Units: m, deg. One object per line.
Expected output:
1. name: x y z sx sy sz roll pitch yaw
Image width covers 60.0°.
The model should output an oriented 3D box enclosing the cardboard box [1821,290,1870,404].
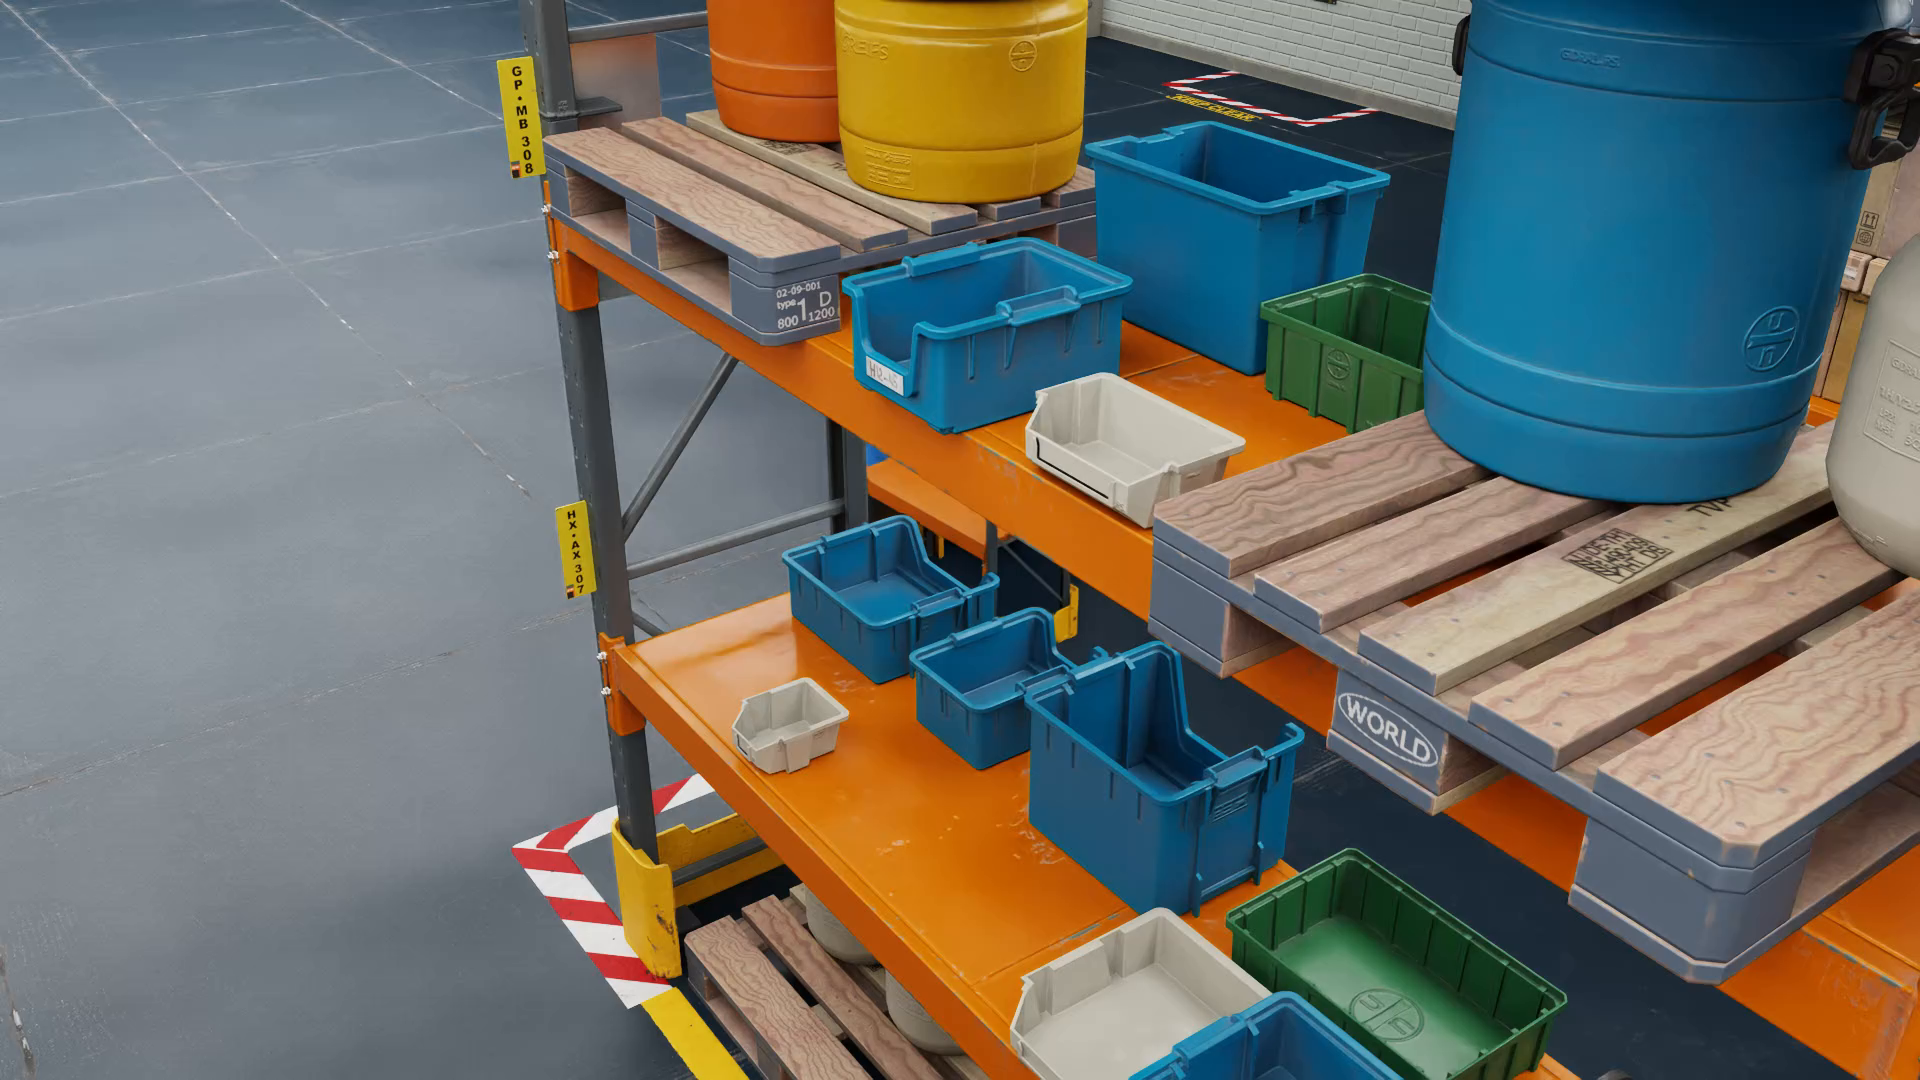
1. cardboard box: 4.127 -0.827 7.026 0.700 0.500 0.500 -19 34 -30

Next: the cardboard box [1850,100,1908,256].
1. cardboard box: 3.876 -1.571 7.036 0.700 0.500 0.500 -20 34 -32

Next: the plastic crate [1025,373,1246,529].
1. plastic crate: 0.298 -0.155 3.026 0.243 0.136 0.396 -19 34 -31

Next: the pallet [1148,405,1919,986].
1. pallet: 1.060 0.070 2.532 1.213 0.211 1.003 -19 34 -31

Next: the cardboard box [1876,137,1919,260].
1. cardboard box: 4.169 -1.376 6.676 0.700 0.500 0.500 -19 34 -30

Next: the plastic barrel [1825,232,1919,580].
1. plastic barrel: 1.468 -0.215 2.302 0.421 0.512 0.421 0 29 0

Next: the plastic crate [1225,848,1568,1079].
1. plastic crate: 1.001 1.046 3.903 0.450 0.188 0.662 -19 34 -31

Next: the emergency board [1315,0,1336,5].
1. emergency board: 3.546 -6.018 16.689 0.157 1.169 0.626 -19 34 -31

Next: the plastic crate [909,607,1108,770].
1. plastic crate: 0.144 0.435 4.962 0.499 0.251 0.408 -19 34 -31

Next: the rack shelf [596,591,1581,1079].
1. rack shelf: 0.398 1.098 4.340 1.077 0.370 4.000 -19 34 -31

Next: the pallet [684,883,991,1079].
1. pallet: -0.213 1.563 5.651 1.003 0.211 1.213 -19 34 -31

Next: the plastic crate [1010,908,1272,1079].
1. plastic crate: 0.410 1.114 3.833 0.530 0.136 0.437 -19 34 -31

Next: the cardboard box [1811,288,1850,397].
1. cardboard box: 3.844 -1.022 7.384 0.700 0.500 0.500 -18 33 -29

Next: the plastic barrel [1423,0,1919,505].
1. plastic barrel: 1.068 -0.581 2.568 0.600 0.901 0.708 -19 34 -31

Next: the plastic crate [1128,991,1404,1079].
1. plastic crate: 0.695 1.269 3.426 0.499 0.251 0.616 -19 34 -31

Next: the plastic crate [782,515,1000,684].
1. plastic crate: -0.228 0.181 5.430 0.499 0.251 0.616 -19 34 -31

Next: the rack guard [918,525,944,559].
1. rack guard: -0.327 0.052 8.393 0.587 0.250 0.087 -22 35 -34

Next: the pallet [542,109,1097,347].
1. pallet: -0.362 -0.883 4.287 1.003 0.211 1.213 -19 34 -31

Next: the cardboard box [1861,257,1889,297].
1. cardboard box: 3.927 -1.082 6.815 0.380 0.149 0.250 -20 34 -32

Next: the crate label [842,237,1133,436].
1. crate label: 0.055 -0.430 3.411 0.502 0.251 0.408 -19 34 -31

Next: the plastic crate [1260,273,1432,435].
1. plastic crate: 0.865 -0.355 3.339 0.336 0.188 0.450 -19 34 -31

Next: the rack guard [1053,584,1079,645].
1. rack guard: 0.315 0.415 7.723 0.587 0.250 0.087 -22 35 -34

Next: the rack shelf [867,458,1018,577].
1. rack shelf: -0.012 -0.161 7.852 0.538 0.185 1.000 -22 35 -34

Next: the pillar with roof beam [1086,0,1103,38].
1. pillar with roof beam: -2.049 -8.816 15.553 9.100 9.000 0.400 -19 34 -31

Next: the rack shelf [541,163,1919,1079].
1. rack shelf: 0.398 -0.221 3.624 1.077 0.370 4.000 -19 34 -31

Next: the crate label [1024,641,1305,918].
1. crate label: 0.526 0.629 4.412 0.502 0.435 0.616 -19 34 -31

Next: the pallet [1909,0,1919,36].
1. pallet: 3.664 -2.363 6.908 1.003 0.211 1.213 -19 34 -31

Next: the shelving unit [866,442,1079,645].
1. shelving unit: -0.006 -0.316 7.760 0.587 1.500 1.083 -22 35 -34

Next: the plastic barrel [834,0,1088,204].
1. plastic barrel: 0.003 -1.173 3.988 0.600 0.588 0.600 0 29 0

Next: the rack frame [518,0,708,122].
1. rack frame: -0.762 -2.632 4.168 1.000 3.000 0.127 -19 34 -31

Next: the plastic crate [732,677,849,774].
1. plastic crate: -0.505 0.557 4.858 0.298 0.136 0.250 -19 34 -31

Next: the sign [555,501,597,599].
1. sign: -1.213 0.033 5.256 0.100 0.325 0.005 -19 34 -31

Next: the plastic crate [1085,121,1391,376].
1. plastic crate: 0.589 -0.649 3.676 0.392 0.384 0.575 -19 34 -31

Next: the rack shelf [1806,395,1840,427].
1. rack shelf: 4.435 -0.272 6.862 1.077 0.370 4.000 -19 34 -31

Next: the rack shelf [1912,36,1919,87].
1. rack shelf: 4.435 -1.590 6.146 1.077 0.370 4.000 -19 34 -31

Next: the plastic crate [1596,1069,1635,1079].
1. plastic crate: 1.358 1.347 3.191 0.767 0.338 0.504 -19 34 -31

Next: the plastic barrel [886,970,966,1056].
1. plastic barrel: -0.027 1.342 5.302 0.421 0.512 0.421 0 29 0

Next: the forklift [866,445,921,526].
1. forklift: 0.036 -1.955 9.278 1.130 2.935 3.031 0 29 1

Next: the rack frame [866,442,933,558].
1. rack frame: -0.339 -0.505 8.108 0.500 1.500 0.032 -22 35 -34

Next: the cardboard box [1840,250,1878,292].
1. cardboard box: 3.771 -1.185 7.004 0.380 0.149 0.250 -19 34 -31

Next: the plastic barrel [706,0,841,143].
1. plastic barrel: -0.377 -1.534 4.398 0.600 0.830 0.708 -19 34 -31

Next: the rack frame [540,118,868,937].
1. rack frame: -0.762 0.004 5.600 1.000 3.000 0.127 -19 34 -31

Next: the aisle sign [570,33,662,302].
1. aisle sign: -1.042 -1.085 4.882 0.394 0.787 0.004 -19 34 -31

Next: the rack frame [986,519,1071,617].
1. rack frame: 0.315 -0.133 7.424 0.500 1.500 0.032 -22 35 -34

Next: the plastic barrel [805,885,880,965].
1. plastic barrel: -0.318 1.147 5.661 0.421 0.512 0.421 0 29 0

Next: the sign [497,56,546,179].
1. sign: -1.213 -1.168 4.605 0.100 0.325 0.005 -19 34 -31

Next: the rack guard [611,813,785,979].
1. rack guard: -0.680 1.119 6.166 1.175 0.500 0.348 -19 34 -31
